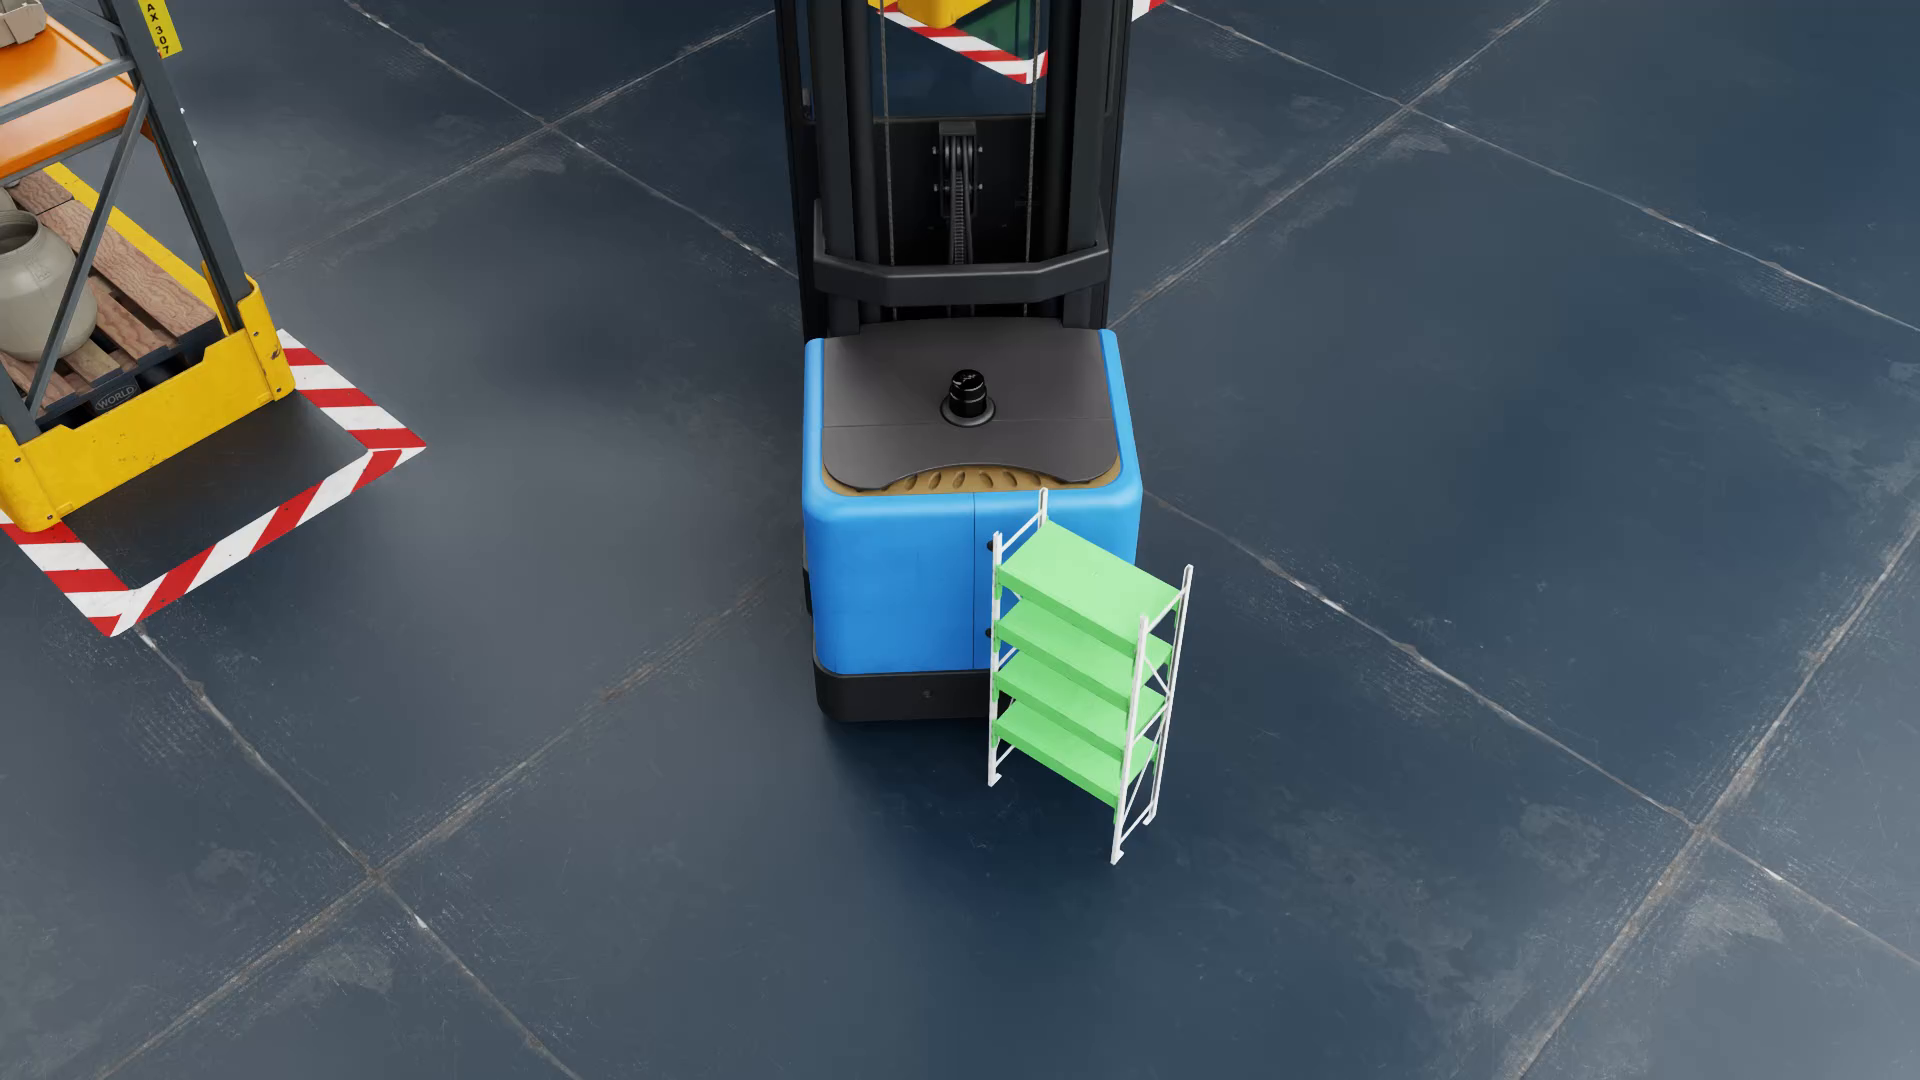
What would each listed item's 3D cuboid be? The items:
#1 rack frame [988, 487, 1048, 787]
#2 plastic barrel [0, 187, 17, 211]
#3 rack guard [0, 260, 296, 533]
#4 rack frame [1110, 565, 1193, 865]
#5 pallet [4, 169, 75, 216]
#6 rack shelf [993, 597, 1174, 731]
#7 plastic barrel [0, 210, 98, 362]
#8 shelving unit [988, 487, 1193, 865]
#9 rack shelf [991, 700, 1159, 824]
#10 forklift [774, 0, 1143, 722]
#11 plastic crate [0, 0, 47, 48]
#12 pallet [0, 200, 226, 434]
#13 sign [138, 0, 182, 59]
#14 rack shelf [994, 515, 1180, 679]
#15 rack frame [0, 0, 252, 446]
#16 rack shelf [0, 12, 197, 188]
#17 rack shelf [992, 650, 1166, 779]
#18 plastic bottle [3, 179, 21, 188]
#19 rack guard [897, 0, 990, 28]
[{"bbox_3d":[0.171,0.332,5.116,0.015,1.200,0.240,29,53,25],"label":"rack frame"},{"bbox_3d":[-4.047,-1.244,6.779,0.421,0.512,0.421,0,47,0],"label":"plastic barrel"},{"bbox_3d":[-3.231,-0.577,6.449,0.348,0.500,1.175,34,55,28],"label":"rack guard"},{"bbox_3d":[0.557,0.549,4.911,0.015,1.200,0.240,29,53,25],"label":"rack frame"},{"bbox_3d":[-4.717,-1.486,7.500,1.213,0.211,1.003,34,55,28],"label":"pallet"},{"bbox_3d":[0.364,0.320,4.885,0.480,0.148,0.258,29,53,25],"label":"rack shelf"},{"bbox_3d":[-3.679,-0.997,6.547,0.421,0.512,0.421,0,47,0],"label":"plastic barrel"},{"bbox_3d":[0.364,0.440,5.013,0.503,1.200,0.258,29,53,25],"label":"shelving unit"},{"bbox_3d":[0.364,0.648,5.235,0.480,0.148,0.258,29,53,25],"label":"rack shelf"},{"bbox_3d":[-0.031,-1.461,5.612,1.130,2.935,3.031,-2,47,-2],"label":"forklift"},{"bbox_3d":[-3.583,-1.945,6.199,0.250,0.136,0.298,34,55,28],"label":"plastic crate"},{"bbox_3d":[-3.824,-0.882,6.934,1.213,0.211,1.003,34,55,28],"label":"pallet"},{"bbox_3d":[-2.767,-1.807,5.699,0.005,0.325,0.100,34,55,28],"label":"sign"},{"bbox_3d":[0.364,0.156,4.710,0.480,0.148,0.258,29,53,25],"label":"rack shelf"},{"bbox_3d":[-3.143,-1.420,5.526,0.127,3.000,1.000,34,55,28],"label":"rack frame"},{"bbox_3d":[-4.613,-2.163,6.716,4.000,0.370,1.077,34,55,28],"label":"rack shelf"},{"bbox_3d":[0.364,0.484,5.060,0.480,0.148,0.258,29,53,25],"label":"rack shelf"},{"bbox_3d":[-4.264,-1.700,7.358,0.097,0.271,0.097,0,47,0],"label":"plastic bottle"},{"bbox_3d":[0.160,-3.255,8.964,0.348,0.500,1.175,34,55,28],"label":"rack guard"}]
